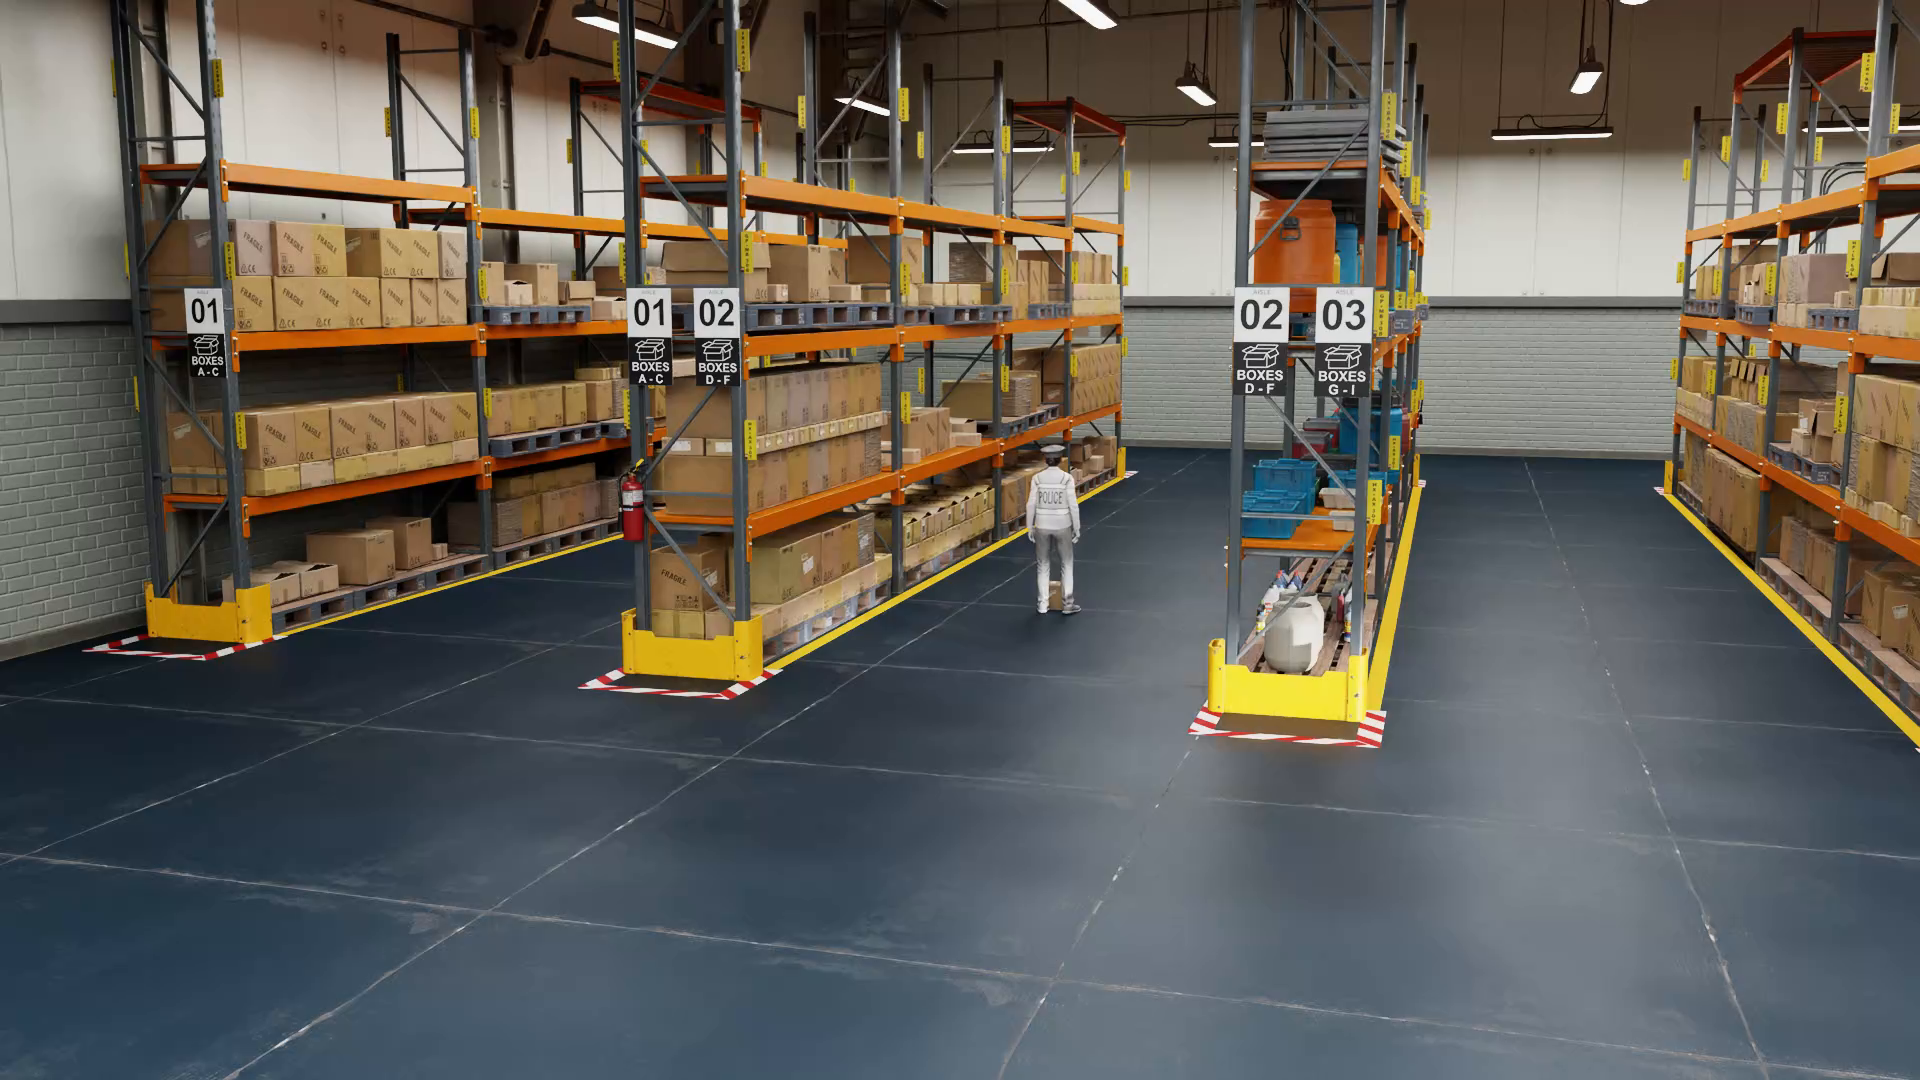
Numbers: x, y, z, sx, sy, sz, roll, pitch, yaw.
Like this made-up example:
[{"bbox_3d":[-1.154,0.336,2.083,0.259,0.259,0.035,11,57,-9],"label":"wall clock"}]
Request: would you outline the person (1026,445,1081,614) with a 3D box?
[{"bbox_3d":[0.928,-0.102,16.514,0.538,1.663,0.378,2,9,15],"label":"person"}]
